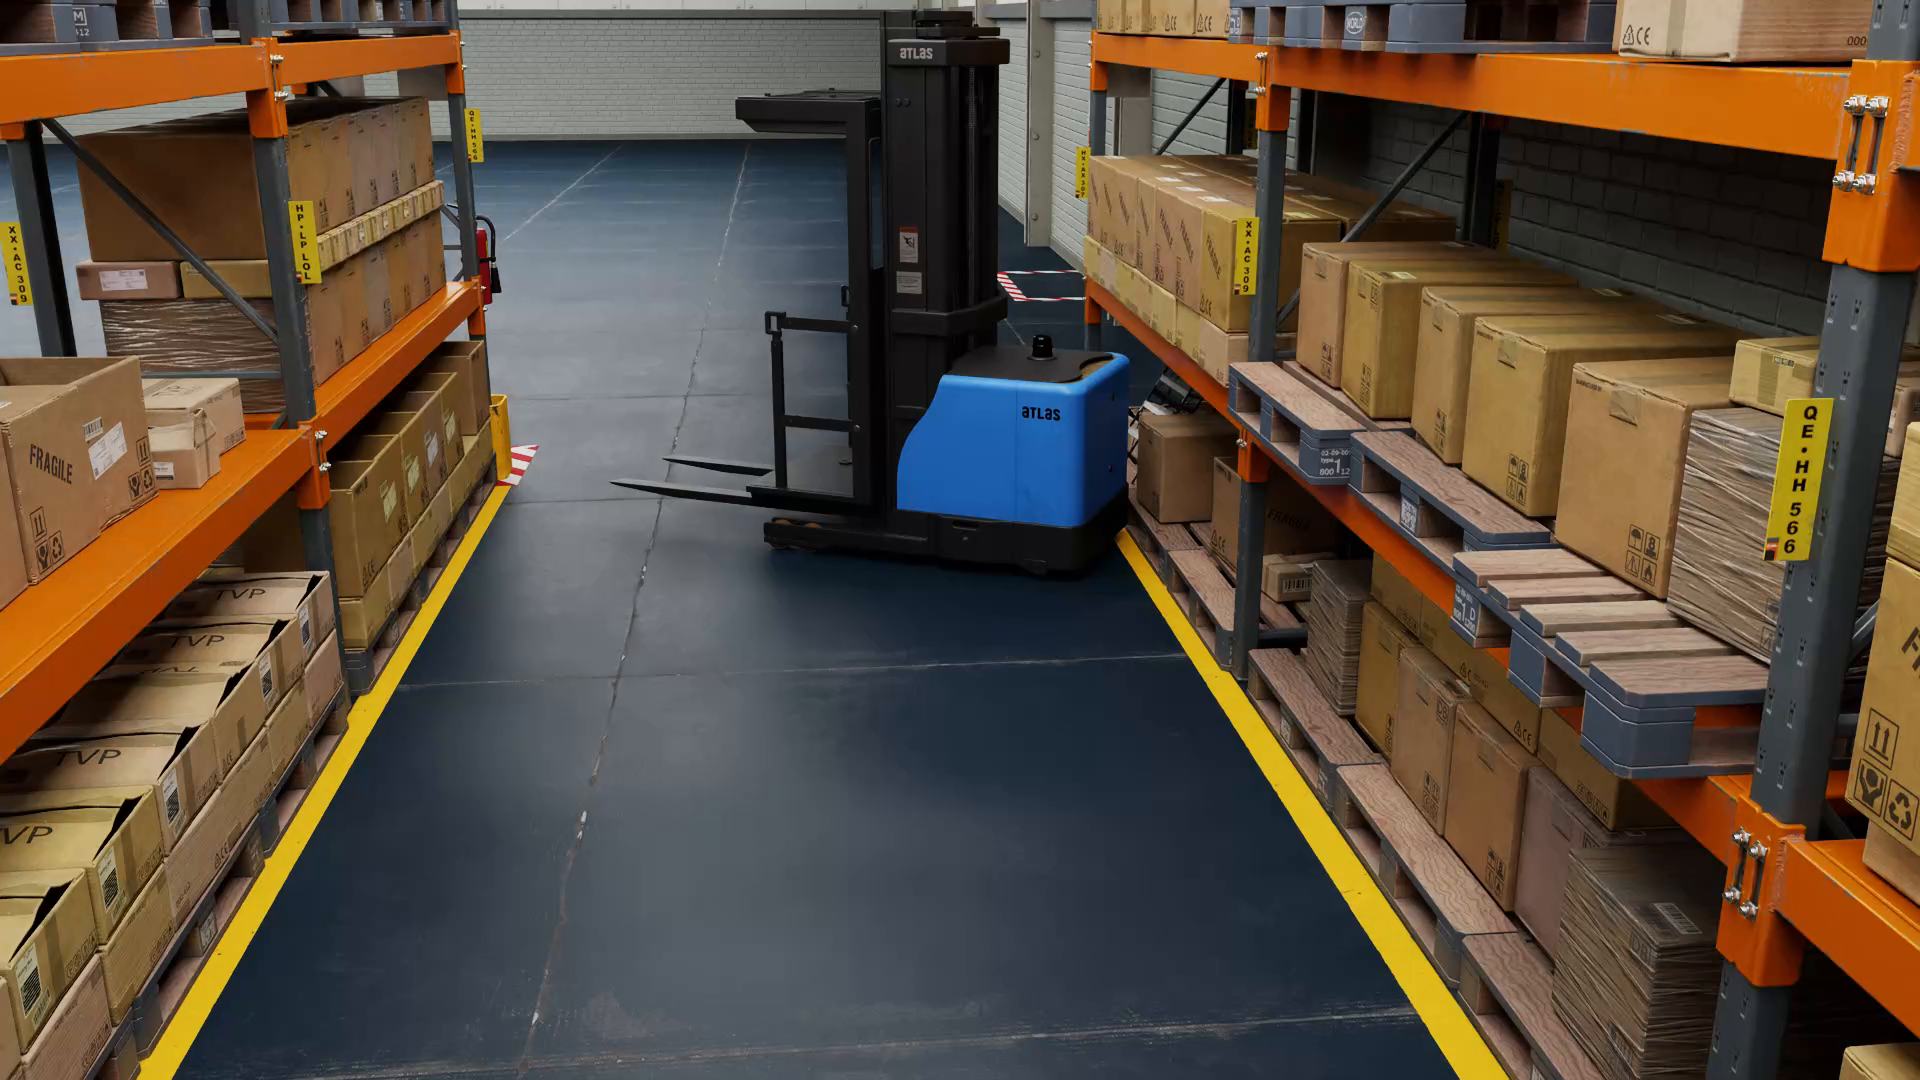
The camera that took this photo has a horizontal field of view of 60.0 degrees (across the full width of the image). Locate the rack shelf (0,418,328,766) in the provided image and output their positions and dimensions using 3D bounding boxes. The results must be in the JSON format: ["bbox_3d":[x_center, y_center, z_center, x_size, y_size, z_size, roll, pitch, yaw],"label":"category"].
[{"bbox_3d":[-2.961,0.281,4.974,1.077,0.370,4.000,-2,18,-6],"label":"rack shelf"}]

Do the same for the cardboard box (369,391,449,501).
[{"bbox_3d":[-3.061,-0.499,8.895,0.500,0.500,0.500,-2,18,-6],"label":"cardboard box"}]

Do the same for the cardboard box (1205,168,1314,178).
[{"bbox_3d":[1.707,-1.861,9.563,0.500,0.500,0.500,-2,18,-7],"label":"cardboard box"}]

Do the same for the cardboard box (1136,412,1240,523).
[{"bbox_3d":[1.413,-0.422,9.452,0.700,0.500,0.500,-3,18,-9],"label":"cardboard box"}]

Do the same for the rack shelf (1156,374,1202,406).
[{"bbox_3d":[1.288,-0.874,9.730,0.200,0.077,0.258,38,15,25],"label":"rack shelf"}]

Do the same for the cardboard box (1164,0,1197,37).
[{"bbox_3d":[1.327,-2.758,8.246,0.500,0.500,0.500,-2,18,-8],"label":"cardboard box"}]

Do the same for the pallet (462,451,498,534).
[{"bbox_3d":[-3.459,-0.292,10.256,1.003,0.211,1.213,-2,18,-6],"label":"pallet"}]

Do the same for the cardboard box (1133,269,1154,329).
[{"bbox_3d":[1.246,-1.329,9.121,0.500,0.250,0.500,-2,18,-5],"label":"cardboard box"}]

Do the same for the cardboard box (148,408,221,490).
[{"bbox_3d":[-2.894,-0.337,5.968,0.396,0.266,0.258,-2,18,-7],"label":"cardboard box"}]

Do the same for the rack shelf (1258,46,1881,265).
[{"bbox_3d":[1.966,-1.304,5.015,1.077,0.370,4.000,-2,18,-6],"label":"rack shelf"}]

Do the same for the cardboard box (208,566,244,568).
[{"bbox_3d":[-3.474,0.173,8.007,0.500,0.250,0.500,-2,18,-6],"label":"cardboard box"}]

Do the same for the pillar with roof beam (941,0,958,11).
[{"bbox_3d":[-4.478,-11.701,31.925,9.100,9.000,0.400,-2,18,-6],"label":"pillar with roof beam"}]

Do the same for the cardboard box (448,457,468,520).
[{"bbox_3d":[-3.114,-0.290,9.481,0.500,0.250,0.500,-2,18,-6],"label":"cardboard box"}]

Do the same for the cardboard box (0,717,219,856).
[{"bbox_3d":[-2.683,0.752,5.229,0.500,0.311,0.500,-2,18,-6],"label":"cardboard box"}]

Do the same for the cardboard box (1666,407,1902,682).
[{"bbox_3d":[2.114,-0.017,3.823,0.700,0.500,0.500,-4,18,-12],"label":"cardboard box"}]

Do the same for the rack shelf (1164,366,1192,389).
[{"bbox_3d":[1.333,-0.948,9.708,0.200,0.077,0.258,38,15,25],"label":"rack shelf"}]

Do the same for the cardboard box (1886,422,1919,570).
[{"bbox_3d":[1.965,-0.025,2.801,0.500,0.250,0.500,-1,17,-4],"label":"cardboard box"}]

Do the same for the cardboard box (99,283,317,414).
[{"bbox_3d":[-3.219,-0.837,7.169,0.700,0.500,0.500,-2,18,-7],"label":"cardboard box"}]

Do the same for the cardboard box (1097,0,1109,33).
[{"bbox_3d":[1.133,-3.385,10.242,0.500,0.500,0.500,-1,17,-4],"label":"cardboard box"}]

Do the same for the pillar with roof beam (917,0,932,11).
[{"bbox_3d":[-5.097,-13.489,37.619,9.100,9.000,0.400,-2,18,-6],"label":"pillar with roof beam"}]

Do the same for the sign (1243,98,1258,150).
[{"bbox_3d":[1.901,-2.718,10.866,0.100,0.325,0.005,-2,18,-6],"label":"sign"}]

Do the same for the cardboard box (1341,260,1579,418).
[{"bbox_3d":[1.829,-0.750,6.157,0.700,0.500,0.500,0,17,0],"label":"cardboard box"}]

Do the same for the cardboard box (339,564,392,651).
[{"bbox_3d":[-2.914,0.306,7.583,0.500,0.250,0.500,-2,18,-6],"label":"cardboard box"}]

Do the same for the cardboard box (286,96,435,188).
[{"bbox_3d":[-3.539,-2.361,9.856,0.700,0.500,0.500,-2,18,-5],"label":"cardboard box"}]

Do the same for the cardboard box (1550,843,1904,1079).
[{"bbox_3d":[2.046,1.150,4.446,0.700,0.500,0.500,-2,17,-5],"label":"cardboard box"}]

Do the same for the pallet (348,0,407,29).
[{"bbox_3d":[-3.404,-2.662,8.290,1.003,0.211,1.213,-2,18,-6],"label":"pallet"}]

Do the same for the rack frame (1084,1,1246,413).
[{"bbox_3d":[1.347,-2.003,11.051,1.000,3.000,0.127,-2,18,-6],"label":"rack frame"}]

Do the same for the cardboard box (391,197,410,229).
[{"bbox_3d":[-3.245,-1.791,9.125,0.380,0.149,0.250,-1,17,-4],"label":"cardboard box"}]

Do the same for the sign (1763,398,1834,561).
[{"bbox_3d":[1.633,-0.115,3.235,0.100,0.325,0.005,-2,18,-6],"label":"sign"}]

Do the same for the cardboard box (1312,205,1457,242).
[{"bbox_3d":[1.919,-1.254,7.629,0.500,0.500,0.500,-2,18,-7],"label":"cardboard box"}]

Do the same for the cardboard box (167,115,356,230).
[{"bbox_3d":[-3.324,-1.756,7.930,0.700,0.500,0.500,-2,18,-6],"label":"cardboard box"}]

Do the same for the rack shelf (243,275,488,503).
[{"bbox_3d":[-3.374,-0.910,8.770,1.077,0.370,4.000,-2,18,-6],"label":"rack shelf"}]

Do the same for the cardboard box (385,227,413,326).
[{"bbox_3d":[-3.440,-1.453,9.131,0.700,0.500,0.500,-2,18,-5],"label":"cardboard box"}]

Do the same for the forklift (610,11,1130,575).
[{"bbox_3d":[-0.587,-1.466,9.454,3.031,2.935,1.130,7,19,20],"label":"forklift"}]

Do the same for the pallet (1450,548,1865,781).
[{"bbox_3d":[1.993,0.262,4.153,1.213,0.211,1.003,-2,18,-6],"label":"pallet"}]

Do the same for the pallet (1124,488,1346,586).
[{"bbox_3d":[1.526,-0.045,9.467,1.003,0.211,1.213,-2,18,-6],"label":"pallet"}]

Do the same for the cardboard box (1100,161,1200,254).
[{"bbox_3d":[1.138,-2.000,10.005,0.500,0.500,0.500,-2,18,-5],"label":"cardboard box"}]

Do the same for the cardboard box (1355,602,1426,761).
[{"bbox_3d":[1.955,0.542,6.381,0.700,0.500,0.500,-2,18,-7],"label":"cardboard box"}]

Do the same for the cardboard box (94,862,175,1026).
[{"bbox_3d":[-2.629,1.176,4.812,0.500,0.250,0.500,-2,18,-7],"label":"cardboard box"}]

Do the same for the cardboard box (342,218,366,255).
[{"bbox_3d":[-3.139,-1.485,8.148,0.380,0.149,0.250,-2,18,-7],"label":"cardboard box"}]

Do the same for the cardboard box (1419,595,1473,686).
[{"bbox_3d":[1.958,0.318,5.843,0.500,0.250,0.500,-2,18,-7],"label":"cardboard box"}]

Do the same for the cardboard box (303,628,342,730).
[{"bbox_3d":[-2.836,0.568,6.748,0.500,0.250,0.500,-2,18,-6],"label":"cardboard box"}]

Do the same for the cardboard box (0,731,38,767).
[{"bbox_3d":[-3.213,0.775,5.153,0.500,0.311,0.500,-1,17,-4],"label":"cardboard box"}]

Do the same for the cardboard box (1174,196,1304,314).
[{"bbox_3d":[1.346,-1.387,8.053,0.500,0.500,0.500,-2,18,-6],"label":"cardboard box"}]

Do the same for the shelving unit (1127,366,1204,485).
[{"bbox_3d":[1.213,-0.752,9.765,0.210,0.900,0.258,38,15,25],"label":"shelving unit"}]

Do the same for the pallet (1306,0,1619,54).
[{"bbox_3d":[1.827,-1.657,5.253,1.213,0.211,1.003,-2,18,-6],"label":"pallet"}]

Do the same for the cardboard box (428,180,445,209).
[{"bbox_3d":[-3.351,-2.099,10.104,0.380,0.149,0.250,-2,18,-7],"label":"cardboard box"}]

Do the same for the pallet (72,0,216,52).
[{"bbox_3d":[-3.064,-1.735,5.507,0.805,0.209,1.217,-2,18,-8],"label":"pallet"}]

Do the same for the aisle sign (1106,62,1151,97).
[{"bbox_3d":[1.041,-3.256,10.700,0.394,0.787,0.004,-2,18,-6],"label":"aisle sign"}]
